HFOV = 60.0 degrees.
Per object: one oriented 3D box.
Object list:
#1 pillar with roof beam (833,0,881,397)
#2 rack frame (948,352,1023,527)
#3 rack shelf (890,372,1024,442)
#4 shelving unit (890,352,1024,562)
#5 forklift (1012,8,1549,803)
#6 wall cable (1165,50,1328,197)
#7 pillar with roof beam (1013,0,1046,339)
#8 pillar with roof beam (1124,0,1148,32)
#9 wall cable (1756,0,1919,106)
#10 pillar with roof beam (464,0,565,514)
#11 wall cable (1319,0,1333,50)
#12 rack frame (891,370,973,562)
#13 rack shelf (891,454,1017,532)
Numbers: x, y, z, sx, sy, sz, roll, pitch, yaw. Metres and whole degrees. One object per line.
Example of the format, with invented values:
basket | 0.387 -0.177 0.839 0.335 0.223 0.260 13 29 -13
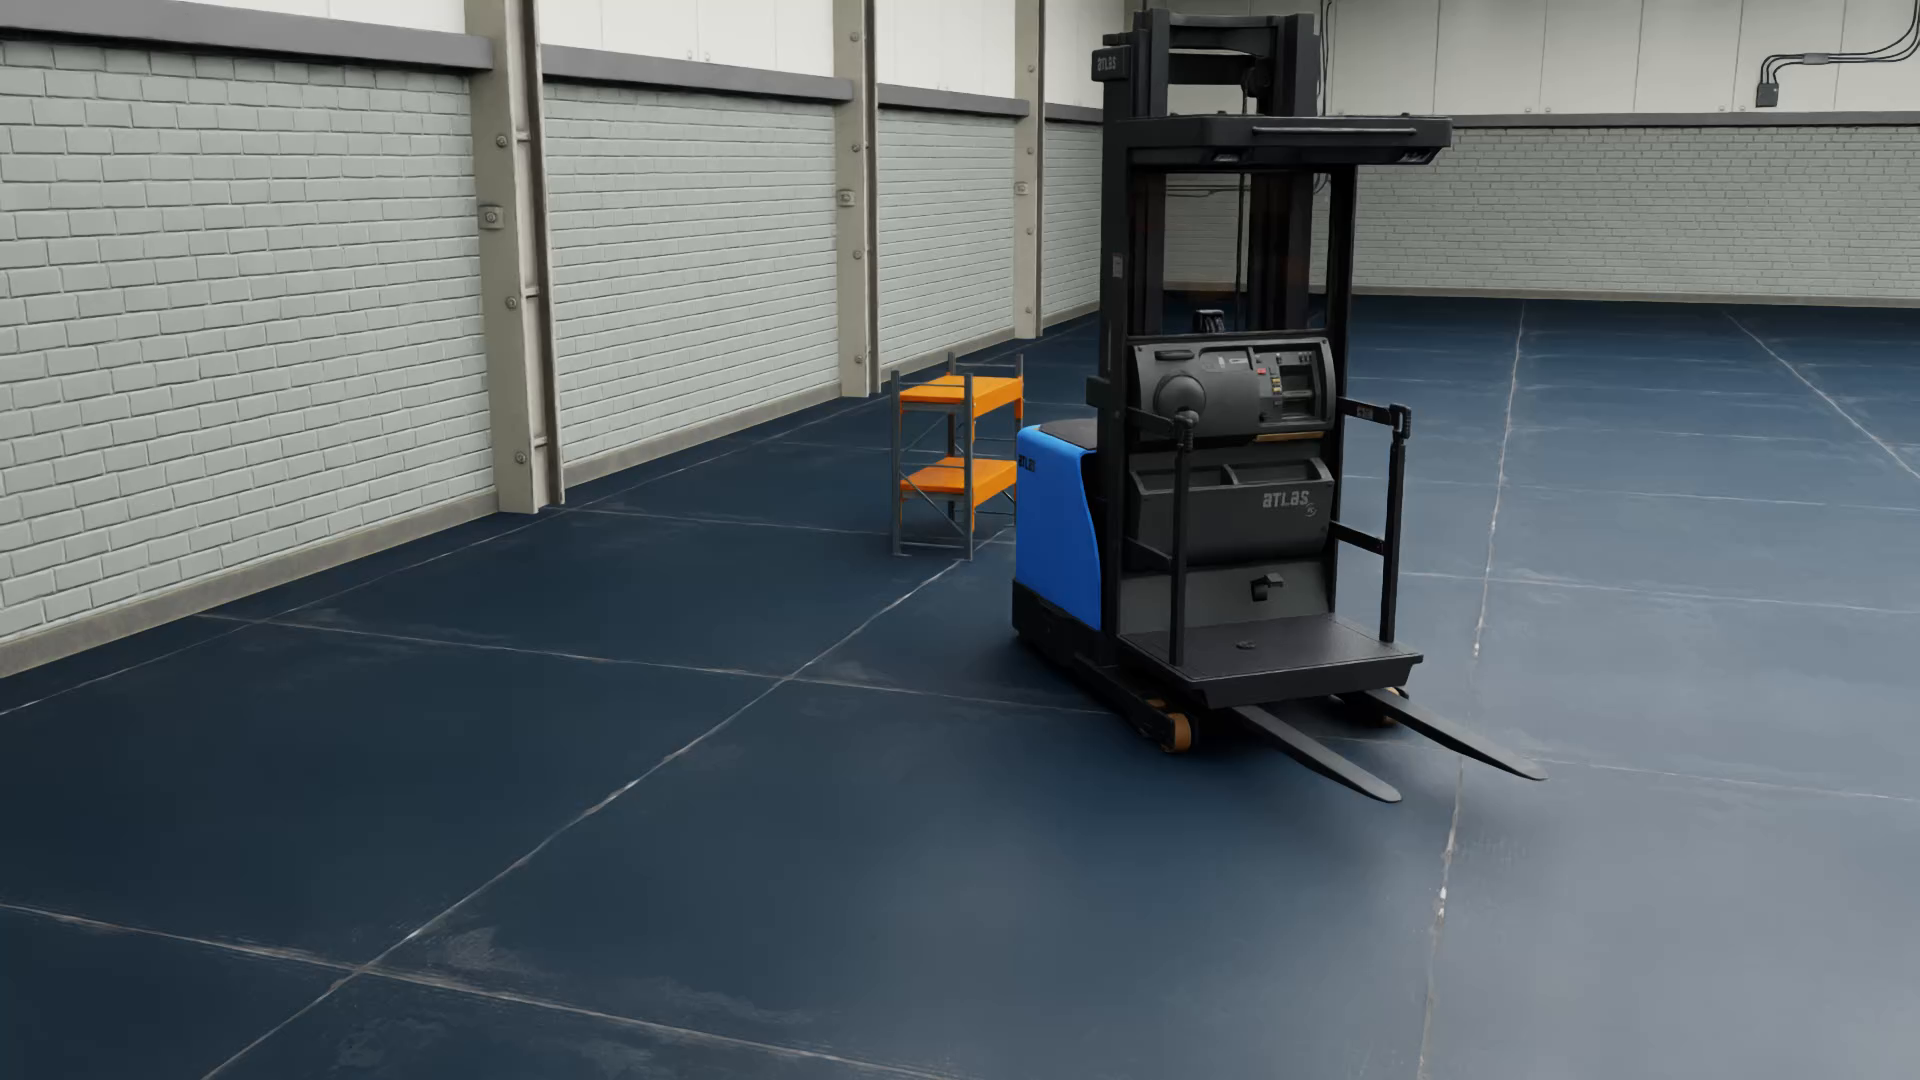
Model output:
pillar with roof beam | 3.048 -5.570 14.668 9.100 9.000 0.400 4 14 18
rack frame | 0.162 -0.654 10.825 0.500 1.125 0.032 4 14 18
rack shelf | -0.002 -0.832 10.291 0.538 0.278 1.000 4 14 18
shelving unit | -0.002 -0.547 10.357 0.538 1.125 1.048 4 14 18
forklift | 1.240 -0.670 6.835 1.130 2.935 3.031 -5 14 -19
wall cable | 5.062 -7.418 29.742 3.097 2.526 0.112 4 14 18
pillar with roof beam | 4.989 -6.833 20.203 9.100 9.000 0.400 4 14 18
pillar with roof beam | 6.931 -8.097 25.738 9.100 9.000 0.400 4 14 18
wall cable | 14.039 -9.903 26.009 2.305 6.003 0.169 4 14 18
pillar with roof beam | 1.107 -4.307 9.133 9.100 9.000 0.400 4 14 18
wall cable | 7.621 -9.685 28.327 3.097 2.526 0.112 4 14 18
rack frame | -0.167 -0.440 9.888 0.500 1.125 0.032 4 14 18
rack shelf | -0.002 -0.309 10.411 0.538 0.278 1.000 4 14 18
